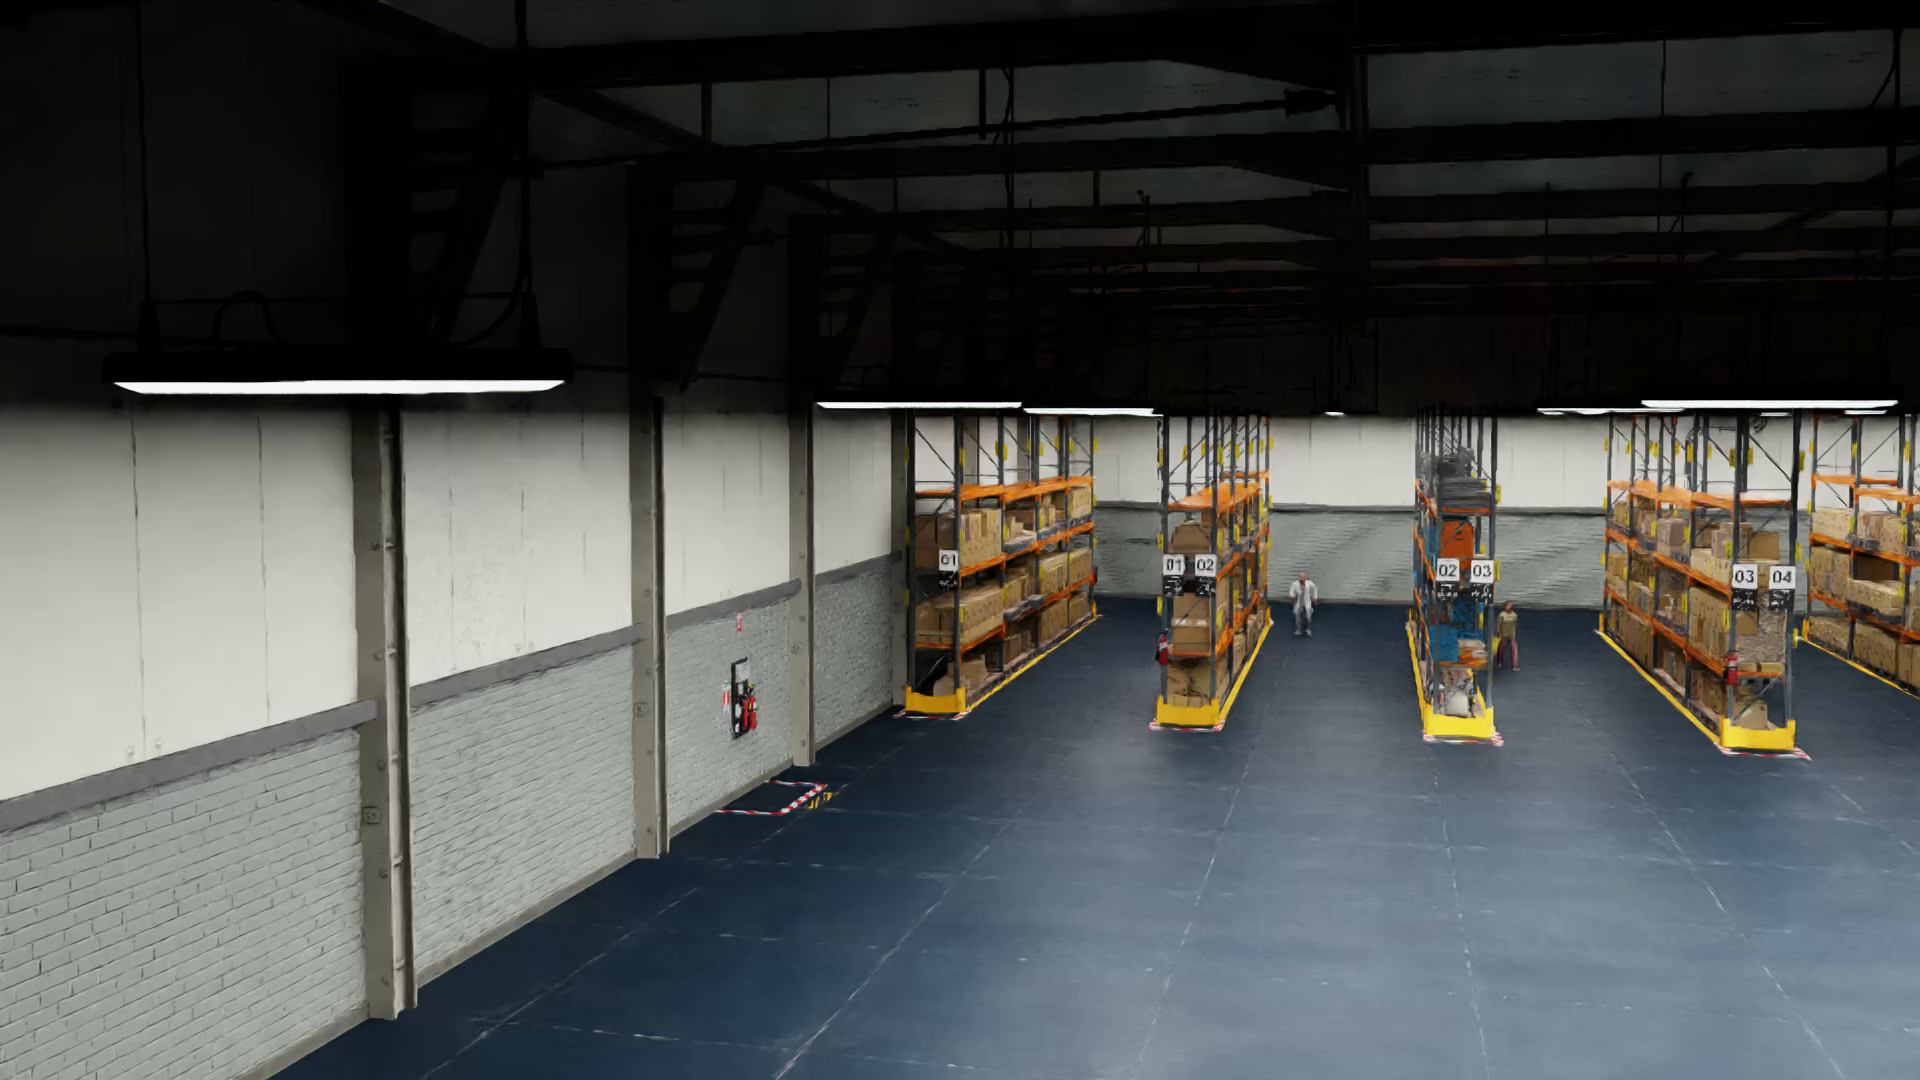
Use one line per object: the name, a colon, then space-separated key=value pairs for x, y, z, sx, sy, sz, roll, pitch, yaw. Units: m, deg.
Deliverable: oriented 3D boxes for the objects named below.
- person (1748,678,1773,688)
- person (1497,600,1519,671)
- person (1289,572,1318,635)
person: x=17.066 y=2.291 z=35.314 sx=0.729 sy=1.733 sz=0.546 roll=1 pitch=4 yaw=12
person: x=12.453 y=2.153 z=37.845 sx=0.456 sy=1.590 sz=1.073 roll=1 pitch=4 yaw=7
person: x=9.031 y=1.699 z=43.804 sx=0.718 sy=1.684 sz=0.846 roll=1 pitch=4 yaw=19
